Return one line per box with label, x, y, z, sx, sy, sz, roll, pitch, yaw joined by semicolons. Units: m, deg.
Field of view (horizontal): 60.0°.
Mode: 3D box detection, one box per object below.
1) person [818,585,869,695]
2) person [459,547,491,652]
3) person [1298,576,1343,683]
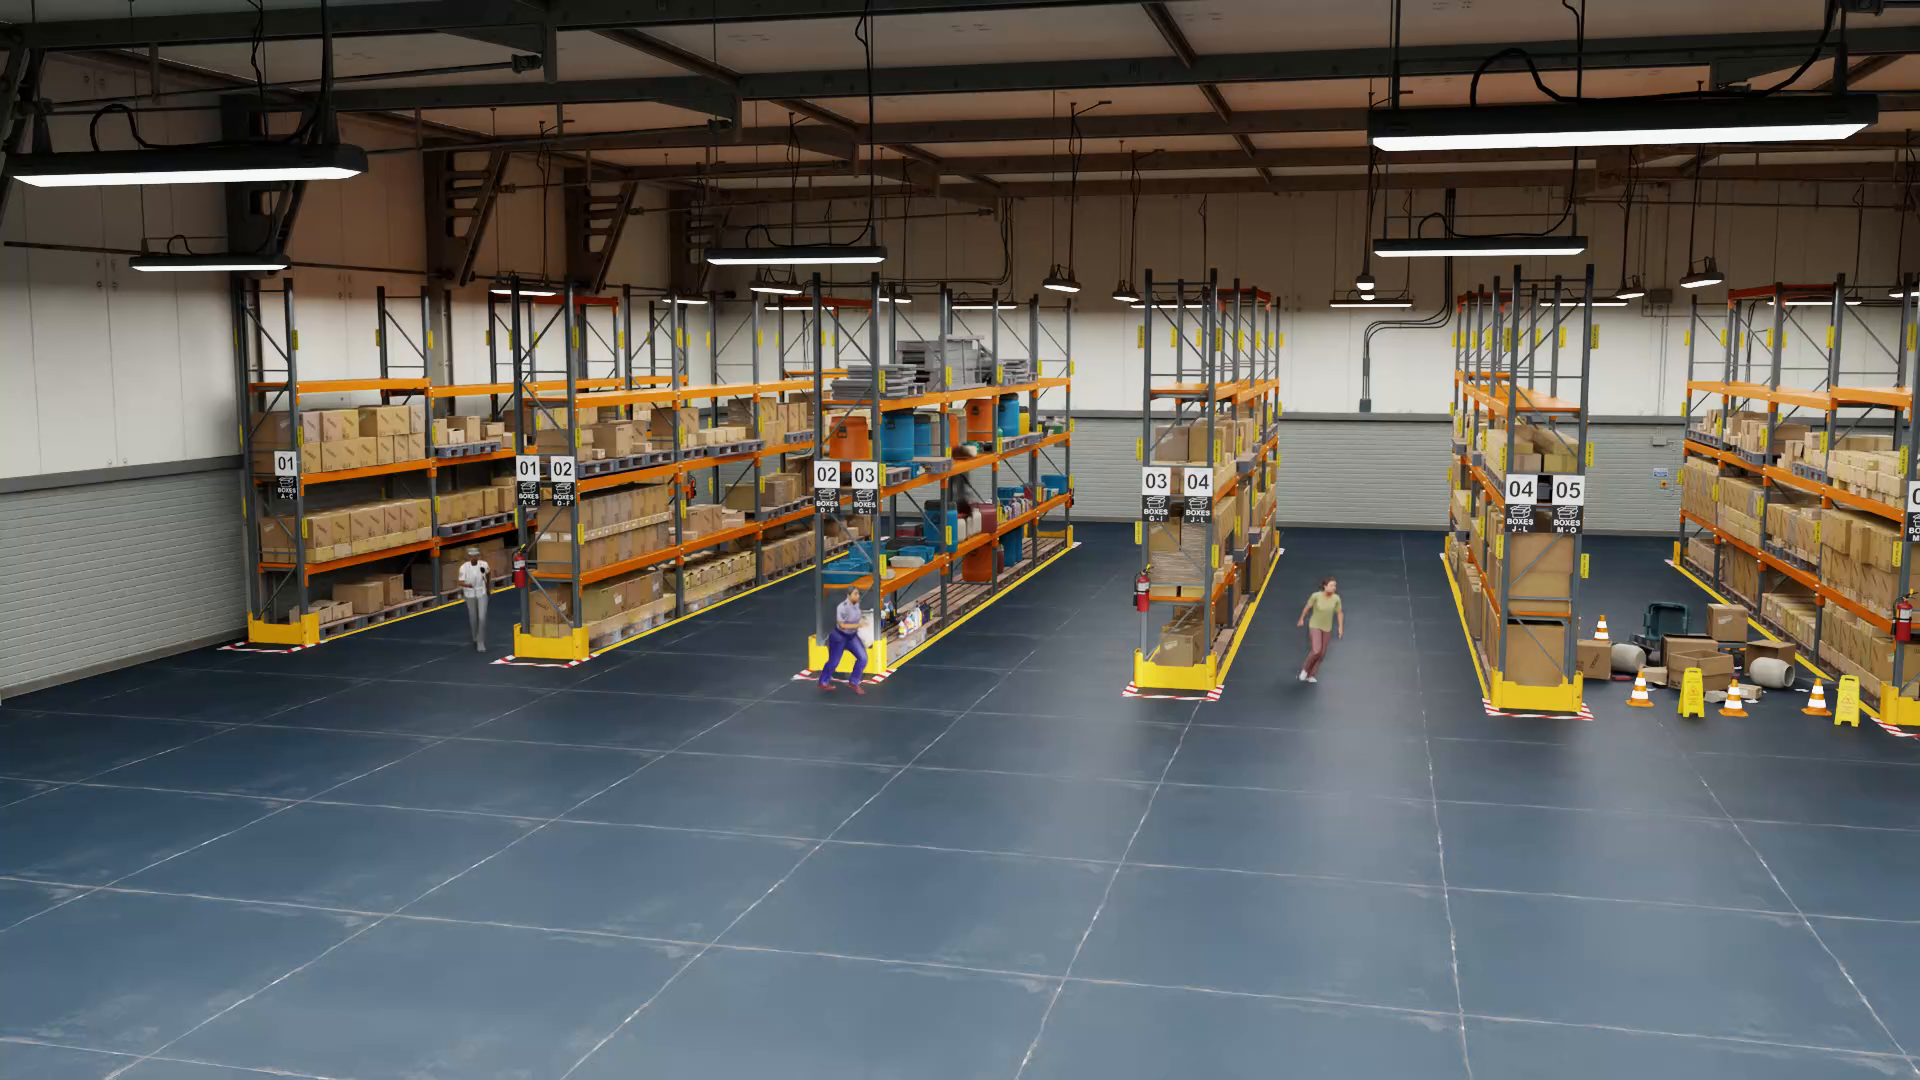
person;-1.617;1.415;23.505;0.934;1.605;0.598;5;9;38
person;-7.897;0.931;27.101;0.483;1.696;0.914;-1;7;-10
person;5.258;1.301;24.212;0.573;1.611;0.647;-2;7;-12
